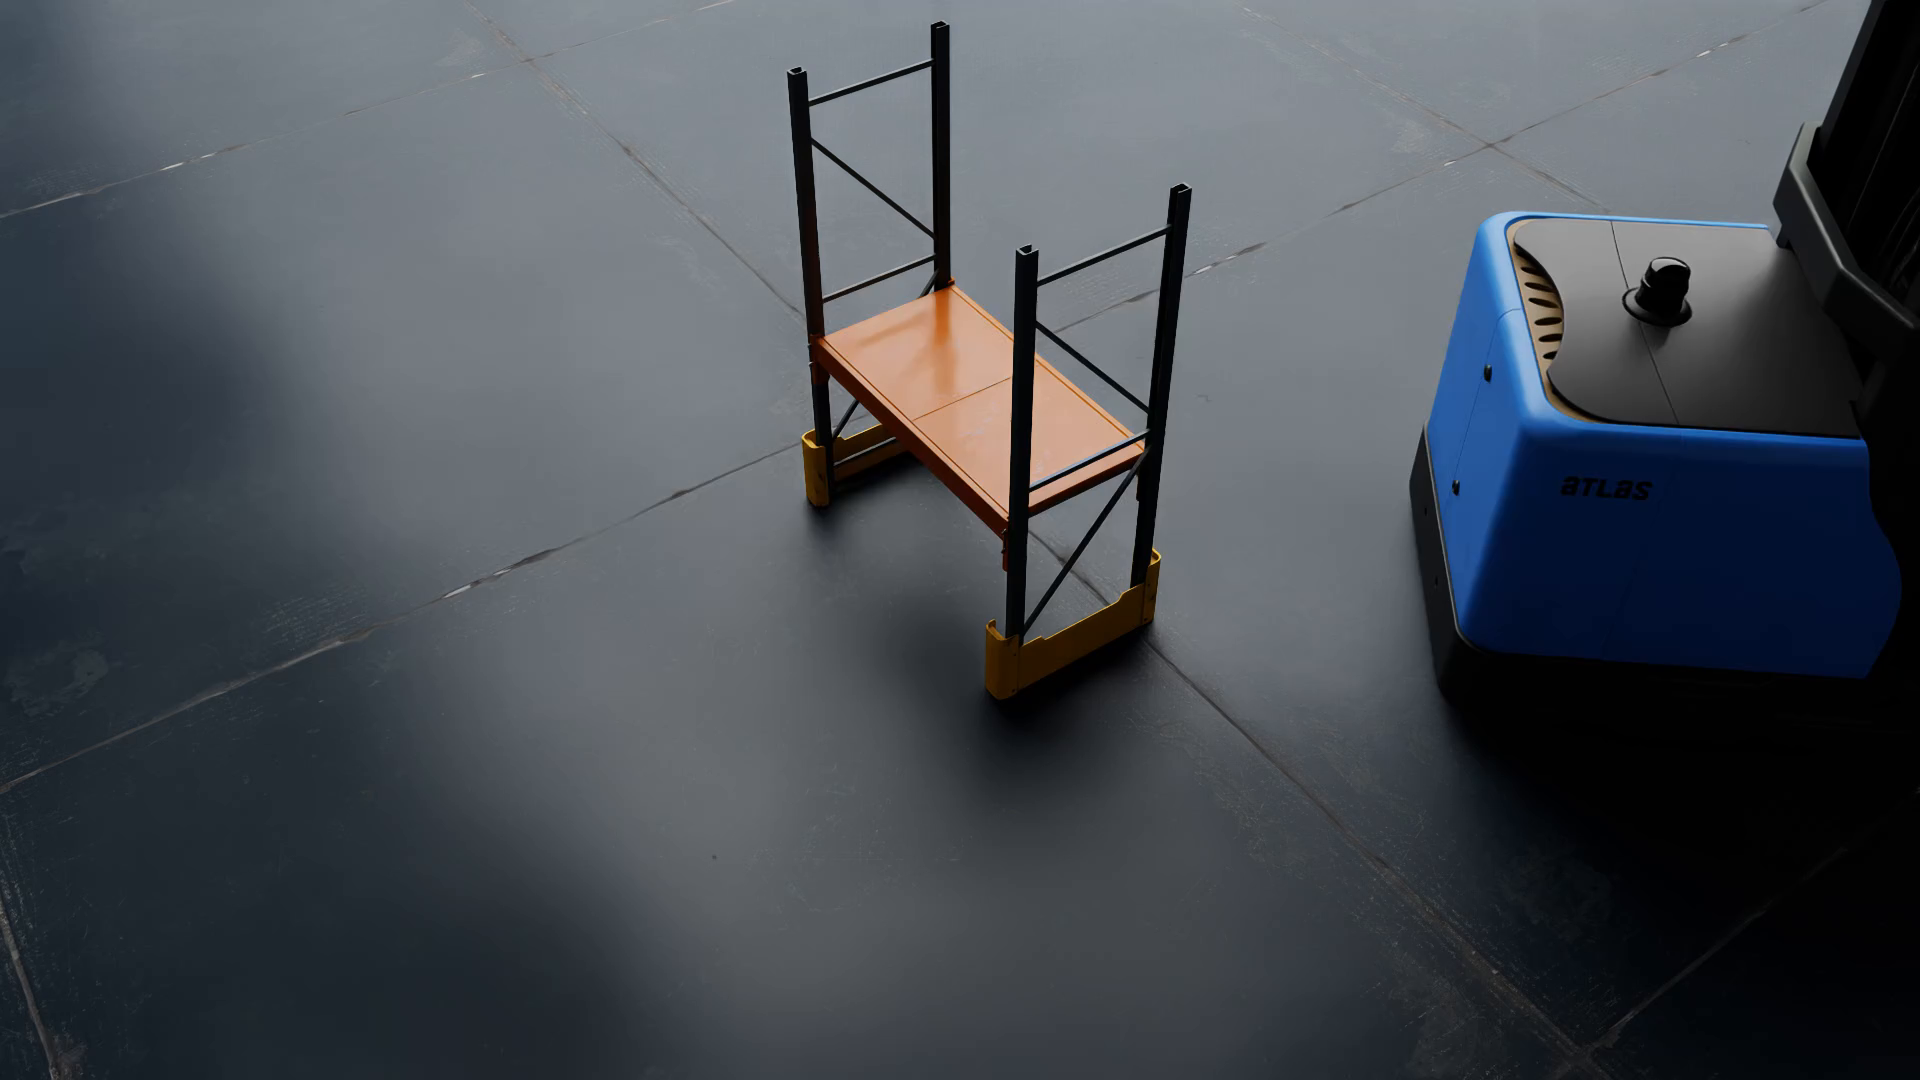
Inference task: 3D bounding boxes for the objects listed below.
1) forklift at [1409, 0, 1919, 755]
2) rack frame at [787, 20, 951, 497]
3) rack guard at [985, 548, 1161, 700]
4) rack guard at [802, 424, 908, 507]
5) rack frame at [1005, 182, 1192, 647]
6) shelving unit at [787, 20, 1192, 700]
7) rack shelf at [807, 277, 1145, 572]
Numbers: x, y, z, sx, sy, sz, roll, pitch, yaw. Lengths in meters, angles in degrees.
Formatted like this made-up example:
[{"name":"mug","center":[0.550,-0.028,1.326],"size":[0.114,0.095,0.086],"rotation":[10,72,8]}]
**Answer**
[{"name":"forklift","center":[2.903,-0.785,3.950],"size":[3.031,2.935,1.130],"rotation":[4,44,4]},{"name":"rack frame","center":[-0.242,-0.782,4.983],"size":[0.500,1.500,0.032],"rotation":[-26,49,-24]},{"name":"rack guard","center":[0.329,0.235,4.823],"size":[0.587,0.250,0.087],"rotation":[-26,49,-24]},{"name":"rack guard","center":[-0.241,-0.329,5.414],"size":[0.587,0.250,0.087],"rotation":[-26,49,-24]},{"name":"rack frame","center":[0.340,-0.206,4.380],"size":[0.500,1.500,0.032],"rotation":[-26,49,-24]},{"name":"shelving unit","center":[0.044,-0.499,4.687],"size":[0.587,1.500,1.083],"rotation":[-26,49,-24]},{"name":"rack shelf","center":[0.049,-0.364,4.806],"size":[0.538,0.185,1.000],"rotation":[-26,49,-24]}]
